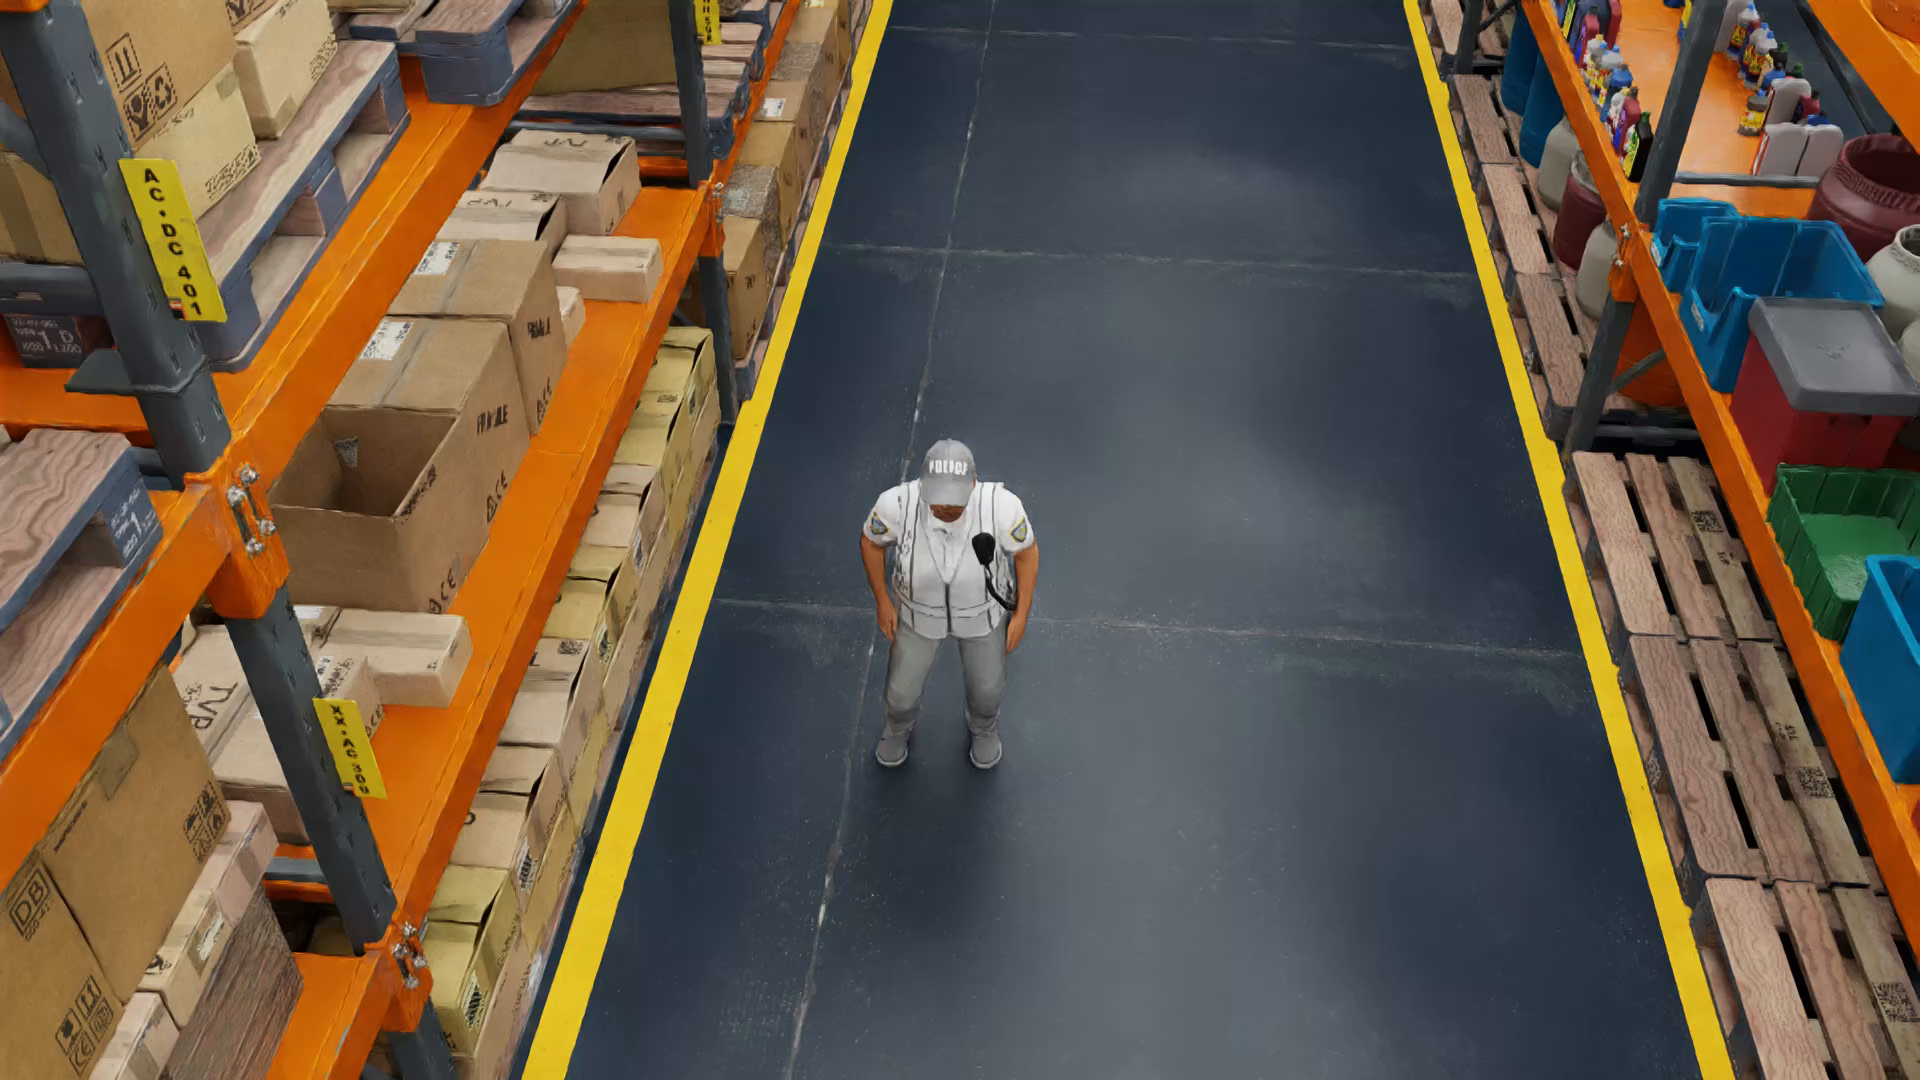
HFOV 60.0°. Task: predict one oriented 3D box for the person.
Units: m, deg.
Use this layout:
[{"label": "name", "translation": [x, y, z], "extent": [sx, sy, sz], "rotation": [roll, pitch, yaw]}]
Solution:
[{"label": "person", "translation": [-0.039, 0.253, 5.887], "extent": [0.621, 1.619, 0.556], "rotation": [2, 40, 2]}]
